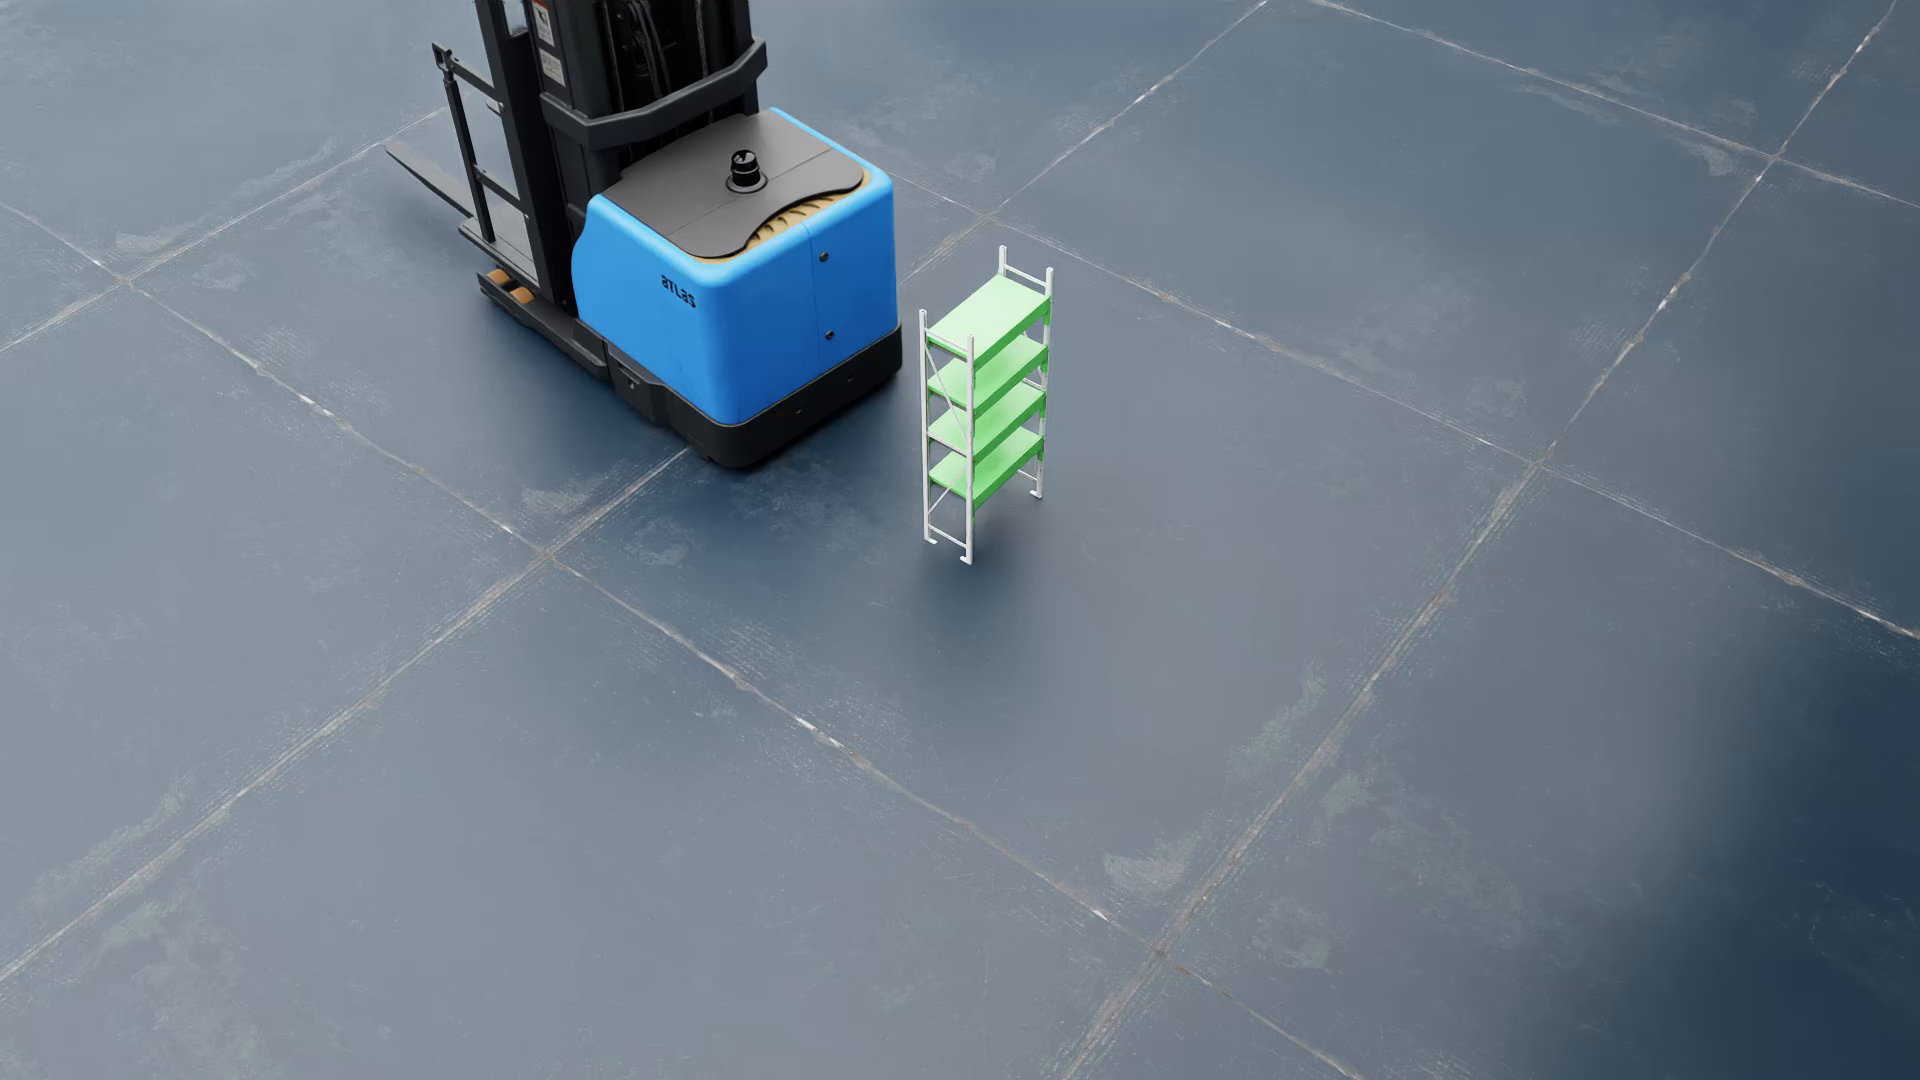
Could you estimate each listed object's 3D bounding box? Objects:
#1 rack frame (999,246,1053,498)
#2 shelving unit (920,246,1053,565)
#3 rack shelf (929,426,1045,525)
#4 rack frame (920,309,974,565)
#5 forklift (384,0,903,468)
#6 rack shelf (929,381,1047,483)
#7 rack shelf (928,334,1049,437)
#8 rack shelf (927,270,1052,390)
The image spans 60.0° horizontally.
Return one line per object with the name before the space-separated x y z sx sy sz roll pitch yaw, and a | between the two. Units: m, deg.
rack frame | 0.250 -0.649 6.705 0.240 1.200 0.015 29 53 25
shelving unit | 0.101 -0.509 6.571 0.258 1.200 0.503 29 53 25
rack shelf | 0.101 -0.299 6.791 0.258 0.148 0.480 29 53 25
rack frame | -0.048 -0.370 6.438 0.240 1.200 0.015 29 53 25
forklift | -1.657 -2.282 7.068 1.130 2.935 3.031 -36 56 -29
rack shelf | 0.101 -0.465 6.618 0.258 0.148 0.480 29 53 25
rack shelf | 0.101 -0.631 6.444 0.258 0.148 0.480 29 53 25
rack shelf | 0.101 -0.797 6.270 0.258 0.148 0.480 29 53 25
